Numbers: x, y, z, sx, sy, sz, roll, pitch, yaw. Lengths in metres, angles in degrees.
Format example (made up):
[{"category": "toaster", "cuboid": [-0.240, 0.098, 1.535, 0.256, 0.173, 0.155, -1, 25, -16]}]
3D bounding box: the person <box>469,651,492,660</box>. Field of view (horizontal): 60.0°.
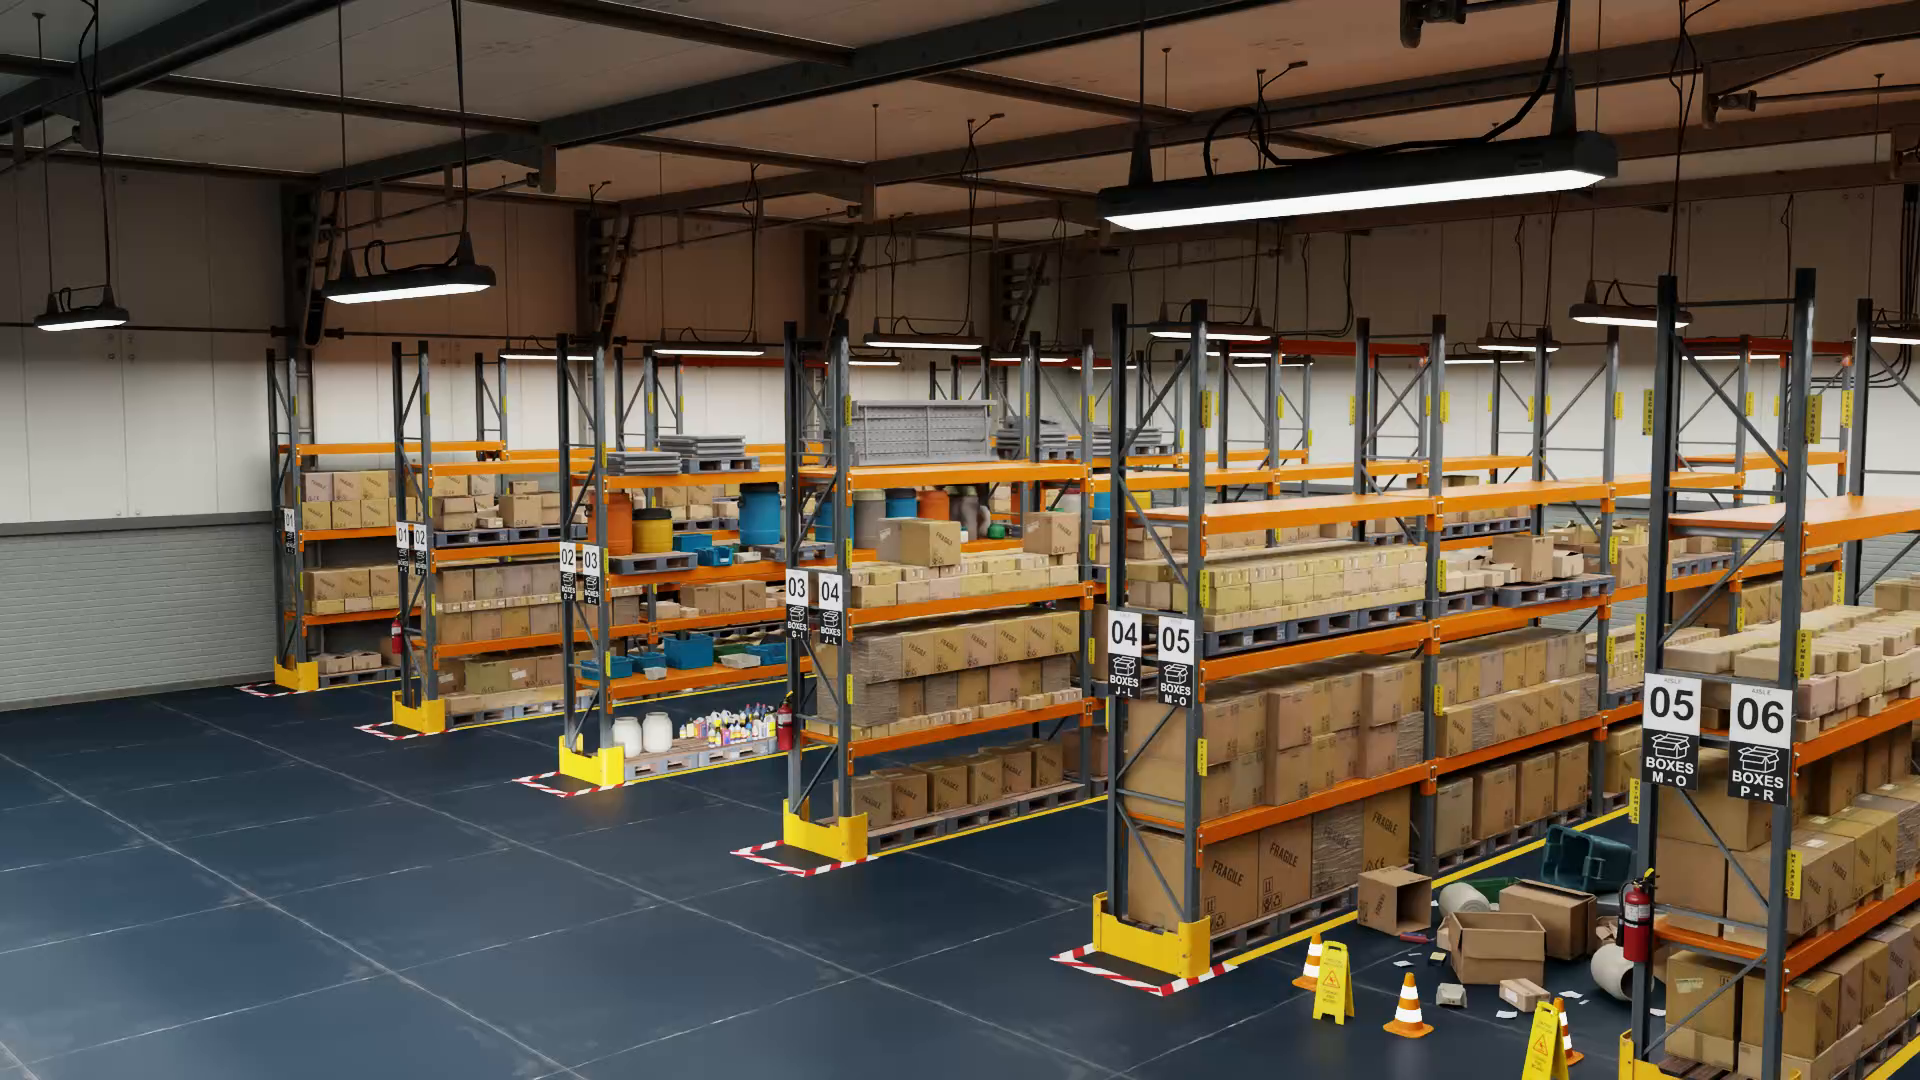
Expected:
[{"category": "person", "cuboid": [-8.350, 1.902, 29.040, 0.601, 1.631, 0.817, 0, 5, -3]}]
